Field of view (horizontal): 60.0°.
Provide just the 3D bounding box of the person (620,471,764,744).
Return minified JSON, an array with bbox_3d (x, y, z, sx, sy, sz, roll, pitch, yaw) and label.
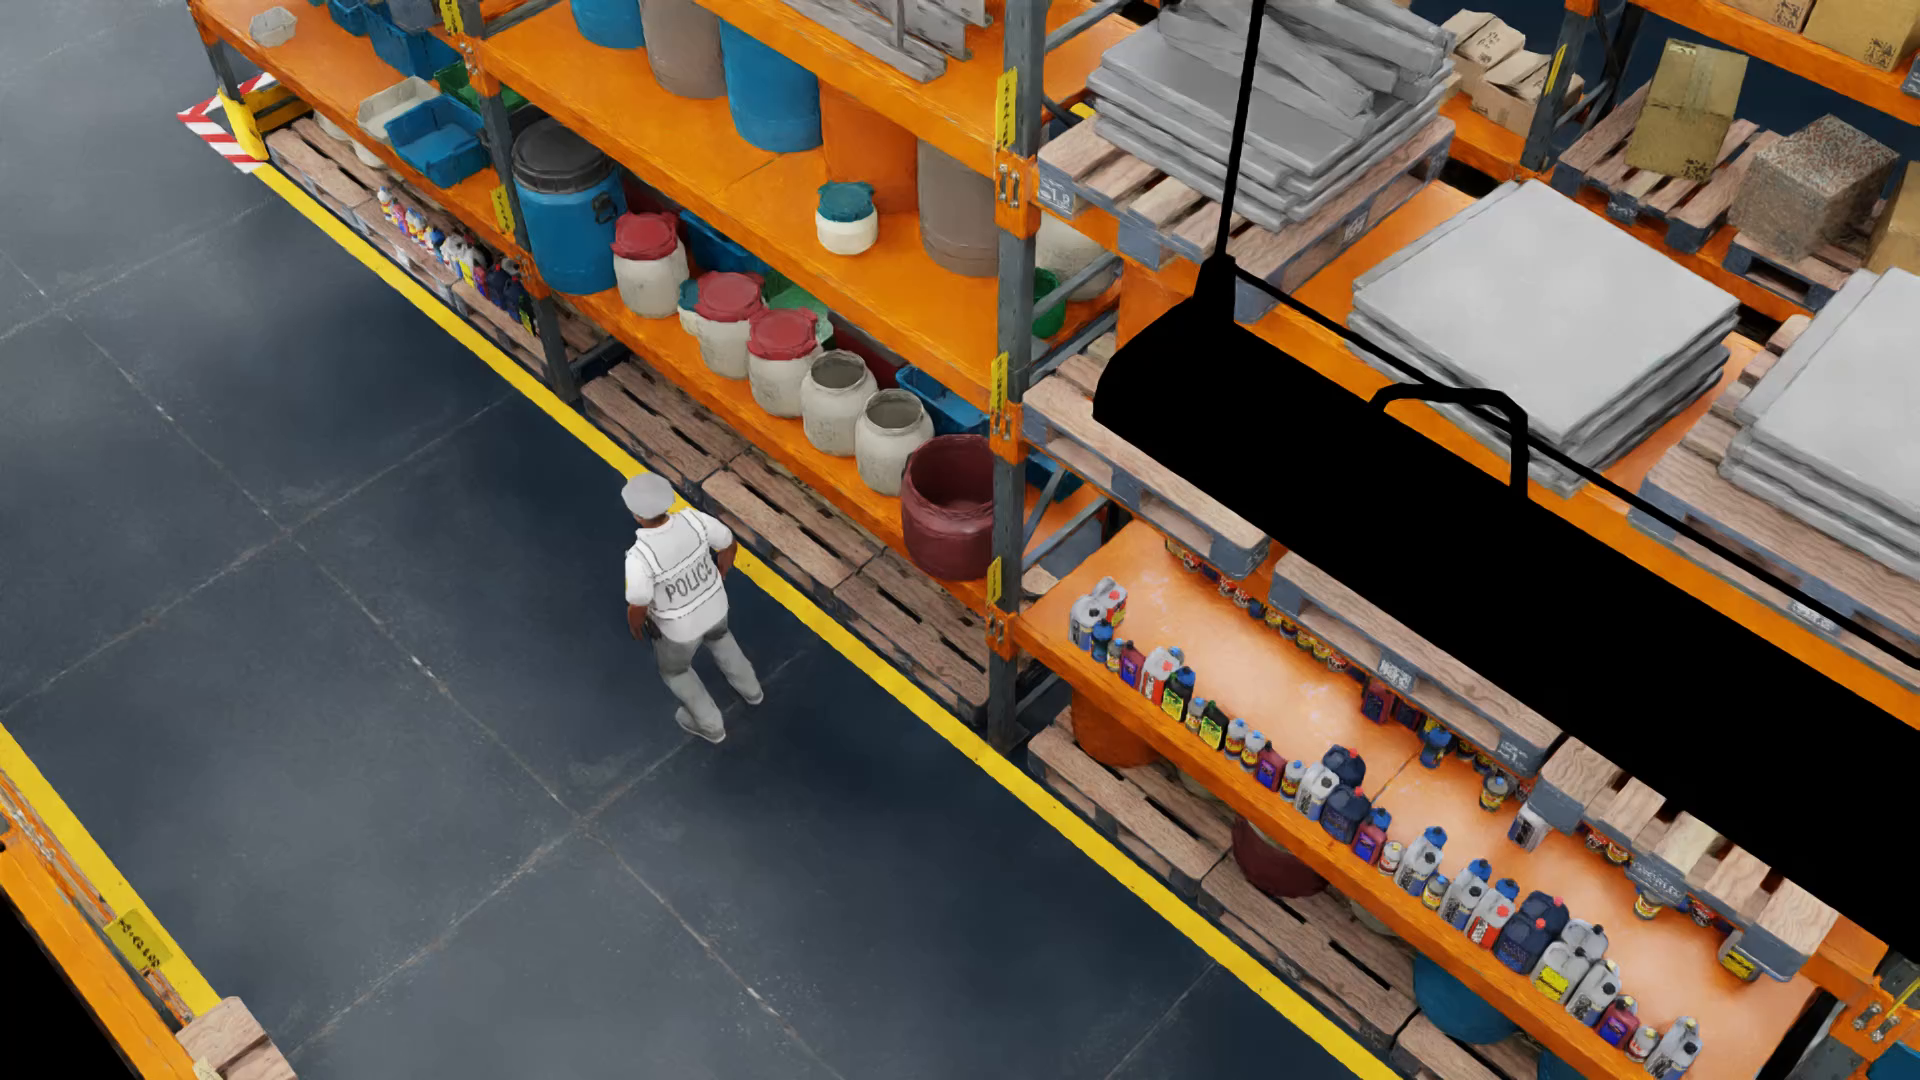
[{"bbox_3d":[-1.412,0.353,8.617,0.536,1.718,0.682,35,58,25],"label":"person"}]
